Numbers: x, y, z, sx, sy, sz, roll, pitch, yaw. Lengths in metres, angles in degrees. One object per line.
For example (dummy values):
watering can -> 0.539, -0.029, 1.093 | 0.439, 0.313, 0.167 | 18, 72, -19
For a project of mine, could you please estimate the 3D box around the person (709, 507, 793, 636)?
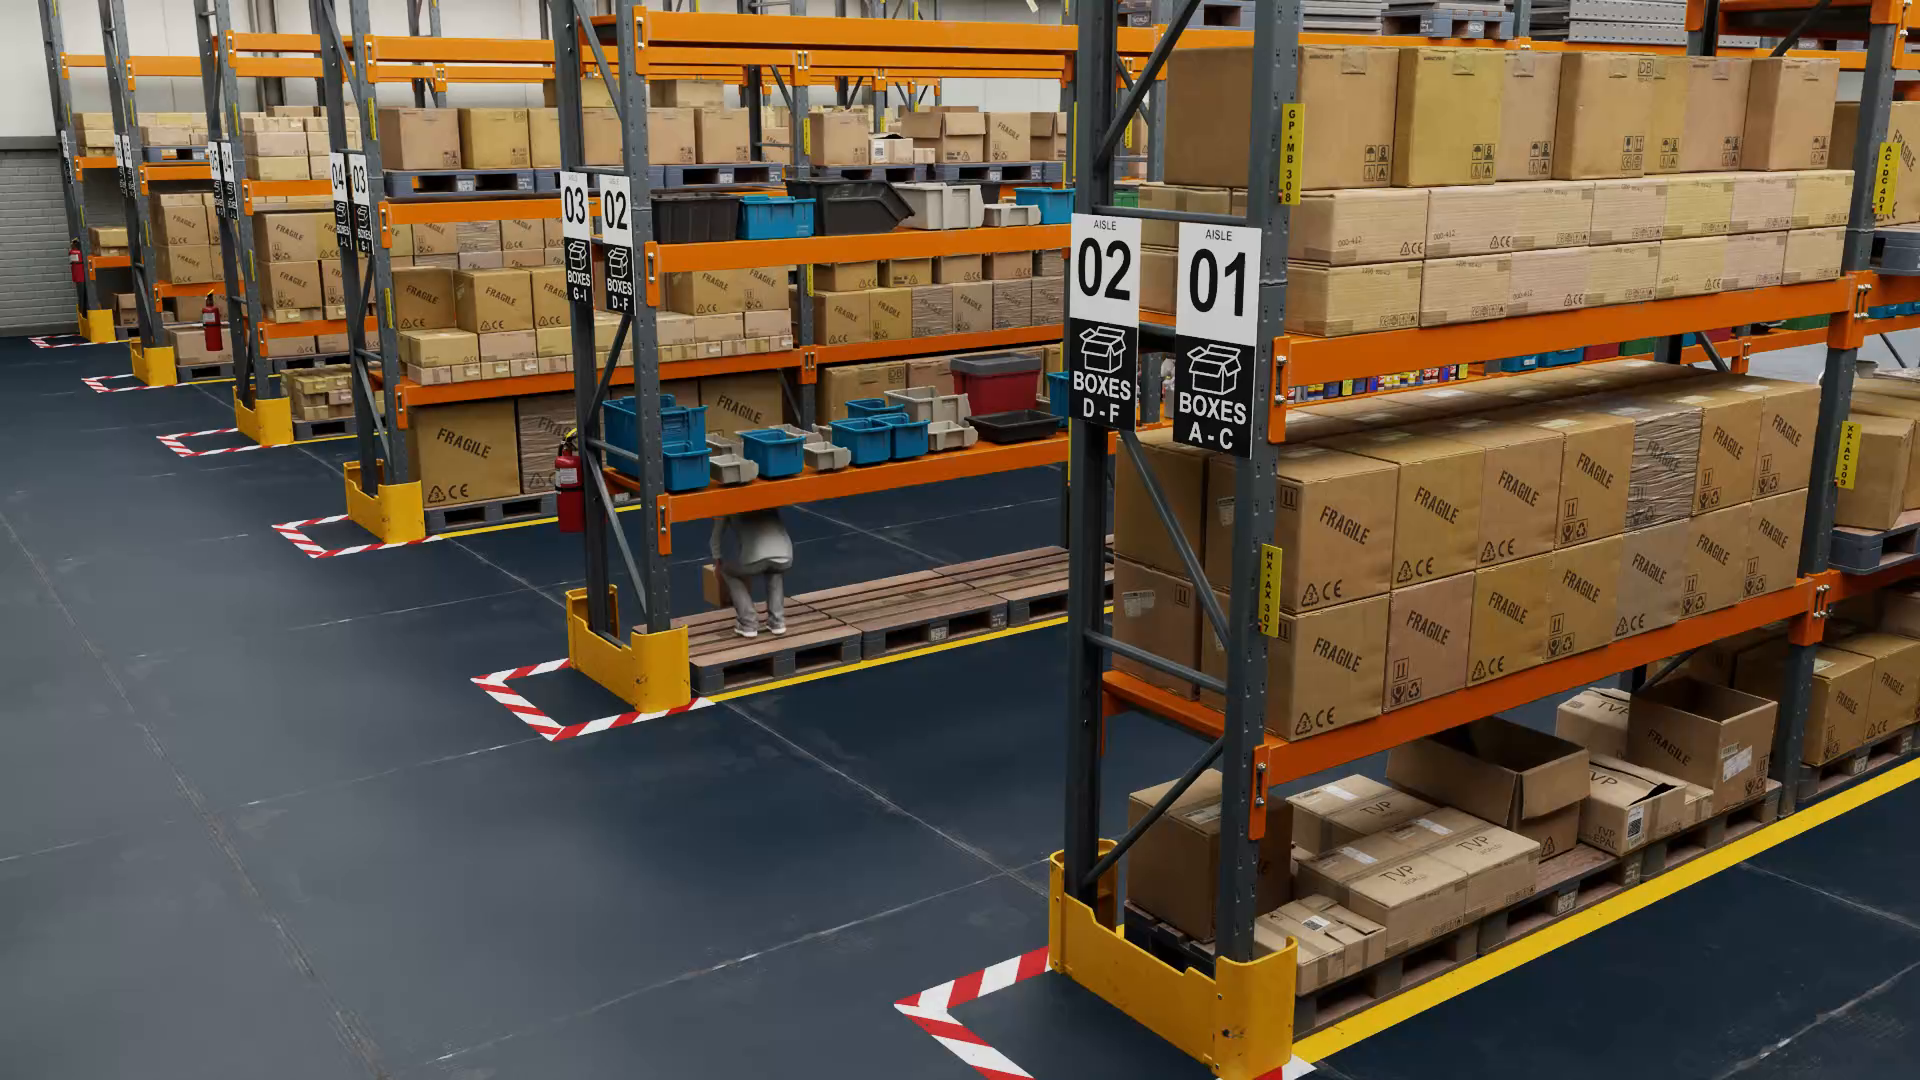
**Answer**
person -> -1.369, 0.100, 10.925 | 0.454, 1.044, 0.765 | -6, 16, -23
